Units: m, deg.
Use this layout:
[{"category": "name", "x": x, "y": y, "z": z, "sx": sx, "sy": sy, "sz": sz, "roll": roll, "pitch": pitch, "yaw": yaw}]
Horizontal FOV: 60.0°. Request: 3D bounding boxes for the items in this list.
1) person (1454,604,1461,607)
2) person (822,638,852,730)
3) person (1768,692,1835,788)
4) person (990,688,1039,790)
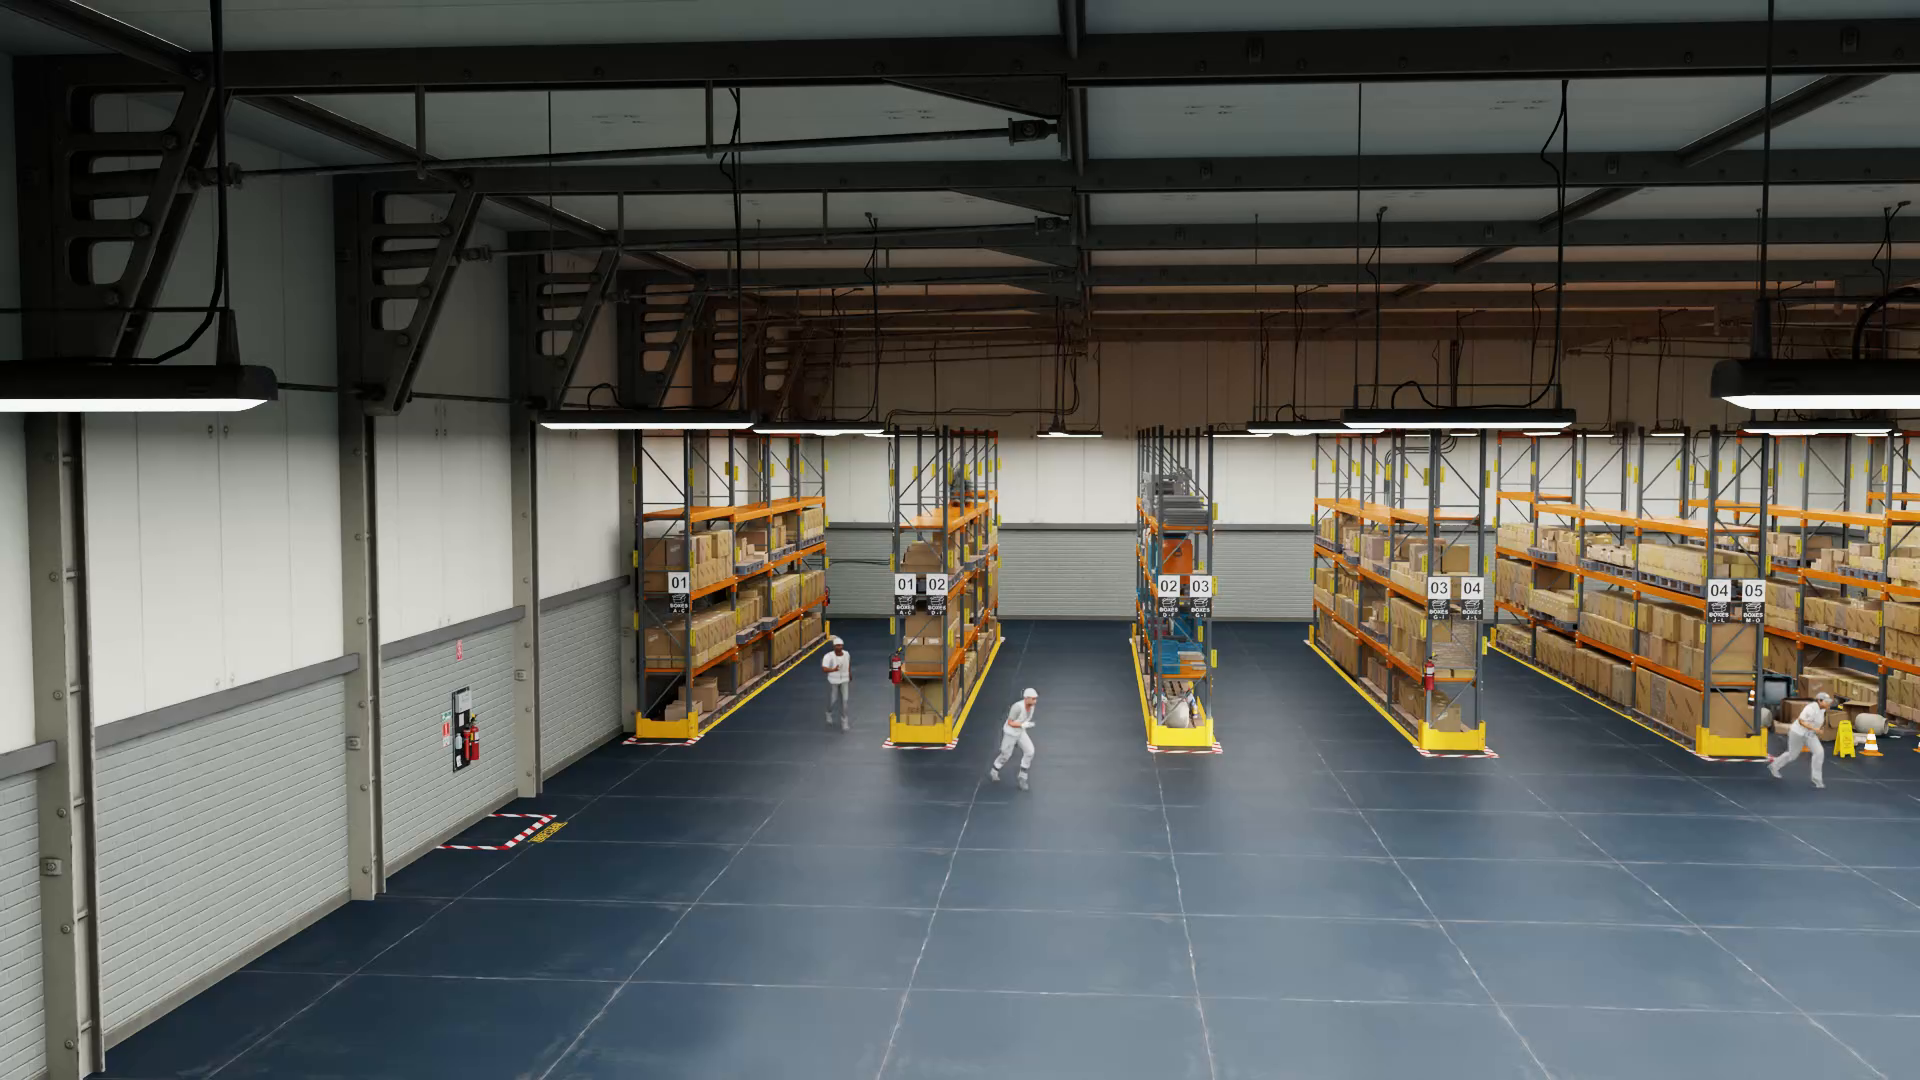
[{"category": "person", "x": 13.582, "y": 2.192, "z": 44.871, "sx": 0.679, "sy": 1.697, "sz": 0.578, "roll": 1, "pitch": 3, "yaw": 11}, {"category": "person", "x": -2.434, "y": 2.826, "z": 33.010, "sx": 0.688, "sy": 1.781, "sz": 0.950, "roll": -1, "pitch": 4, "yaw": -23}, {"category": "person", "x": 14.002, "y": 3.298, "z": 27.671, "sx": 0.648, "sy": 1.628, "sz": 1.035, "roll": -3, "pitch": 4, "yaw": -38}, {"category": "person", "x": 0.908, "y": 3.263, "z": 27.435, "sx": 1.011, "sy": 1.711, "sz": 0.707, "roll": 3, "pitch": 5, "yaw": 42}]
